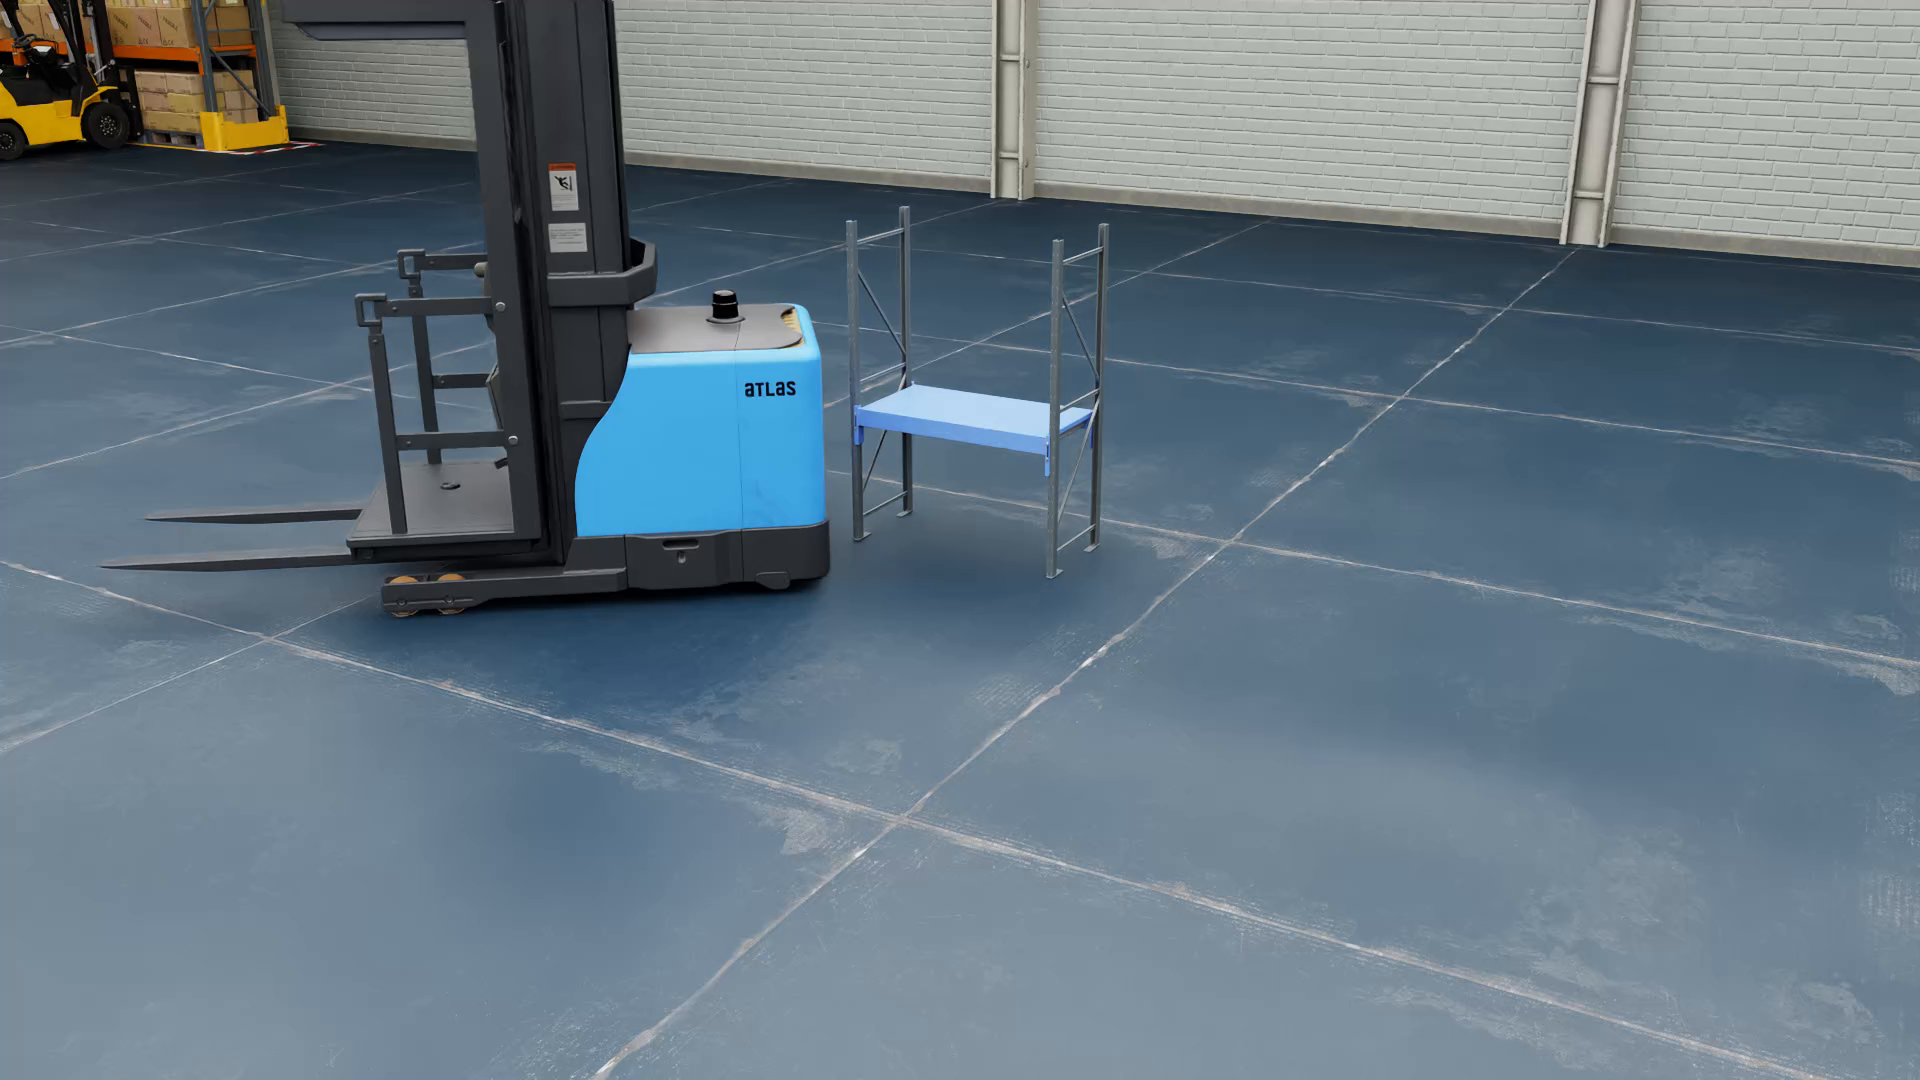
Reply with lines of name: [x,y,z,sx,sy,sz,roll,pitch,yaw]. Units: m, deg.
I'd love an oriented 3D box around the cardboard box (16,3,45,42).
cardboard box: [-12.962,-7.346,23.571,0.500,0.500,0.500,10,22,26]

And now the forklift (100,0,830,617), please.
forklift: [-2.130,-1.248,7.008,3.031,2.935,1.130,-3,20,-8]

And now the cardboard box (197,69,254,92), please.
cardboard box: [-10.057,-6.296,22.774,0.500,0.250,0.500,10,22,26]

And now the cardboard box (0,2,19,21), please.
cardboard box: [-13.775,-7.621,23.961,0.500,0.250,0.500,10,22,26]

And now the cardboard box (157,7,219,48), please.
cardboard box: [-10.287,-6.836,22.165,0.500,0.500,0.500,10,22,26]

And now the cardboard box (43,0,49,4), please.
cardboard box: [-12.604,-7.594,23.302,0.250,0.149,0.380,11,23,27]

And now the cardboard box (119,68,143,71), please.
cardboard box: [-11.616,-6.395,23.045,0.500,0.250,0.500,10,22,26]

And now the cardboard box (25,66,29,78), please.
cardboard box: [-12.952,-6.652,23.753,0.500,0.250,0.500,10,22,26]

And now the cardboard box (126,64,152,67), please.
cardboard box: [-11.813,-6.633,23.703,0.500,0.250,0.500,11,23,28]

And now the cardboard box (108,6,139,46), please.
cardboard box: [-11.183,-7.010,22.645,0.500,0.500,0.500,10,22,26]

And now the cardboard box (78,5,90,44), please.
cardboard box: [-12.056,-7.180,23.115,0.500,0.500,0.500,11,22,27]

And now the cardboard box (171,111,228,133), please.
cardboard box: [-10.294,-5.674,22.525,0.500,0.250,0.500,11,23,28]

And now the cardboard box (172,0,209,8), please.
cardboard box: [-10.169,-7.112,21.973,0.250,0.149,0.380,11,23,28]

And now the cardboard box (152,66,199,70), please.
cardboard box: [-10.926,-6.465,23.239,0.500,0.250,0.500,11,22,27]

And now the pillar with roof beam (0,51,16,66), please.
pillar with roof beam: [-17.235,-9.706,21.426,0.400,9.000,9.100,11,23,27]

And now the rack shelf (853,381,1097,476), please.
rack shelf: [0.074,-0.522,7.632,1.000,0.185,0.538,11,23,27]

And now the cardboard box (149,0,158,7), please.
cardboard box: [-10.603,-7.207,22.235,0.250,0.149,0.380,11,23,28]

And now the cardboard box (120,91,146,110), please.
cardboard box: [-11.201,-6.079,22.909,0.500,0.250,0.500,10,22,26]

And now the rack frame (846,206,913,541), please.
rack frame: [-0.369,-0.775,7.803,0.032,1.500,0.500,11,23,27]

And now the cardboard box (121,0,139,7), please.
cardboard box: [-11.070,-7.282,22.442,0.250,0.149,0.380,10,22,26]

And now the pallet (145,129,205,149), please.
pallet: [-10.418,-5.589,22.964,1.213,0.211,1.003,11,23,27]

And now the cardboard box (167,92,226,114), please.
cardboard box: [-10.307,-5.913,22.451,0.500,0.250,0.500,10,22,27]

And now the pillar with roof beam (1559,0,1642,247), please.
pillar with roof beam: [3.717,-5.715,10.423,0.400,9.000,9.100,11,23,27]

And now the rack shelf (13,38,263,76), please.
rack shelf: [-11.476,-6.780,23.212,4.000,0.370,1.077,11,23,27]

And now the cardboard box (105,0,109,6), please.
cardboard box: [-11.475,-7.386,22.730,0.250,0.149,0.380,11,22,27]

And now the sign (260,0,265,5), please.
sign: [-9.454,-7.394,22.464,0.005,0.325,0.100,11,23,27]

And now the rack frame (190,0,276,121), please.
rack frame: [-9.730,-6.785,22.172,0.127,3.000,1.000,11,23,27]

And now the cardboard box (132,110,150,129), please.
cardboard box: [-11.156,-5.846,22.998,0.500,0.250,0.500,11,23,28]

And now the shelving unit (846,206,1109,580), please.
shelving unit: [0.074,-0.691,7.570,1.048,1.500,0.538,11,23,27]

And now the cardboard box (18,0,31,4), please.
cardboard box: [-13.072,-7.671,23.516,0.250,0.149,0.380,10,22,26]

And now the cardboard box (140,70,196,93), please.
cardboard box: [-10.732,-6.227,22.583,0.500,0.250,0.500,11,23,28]
